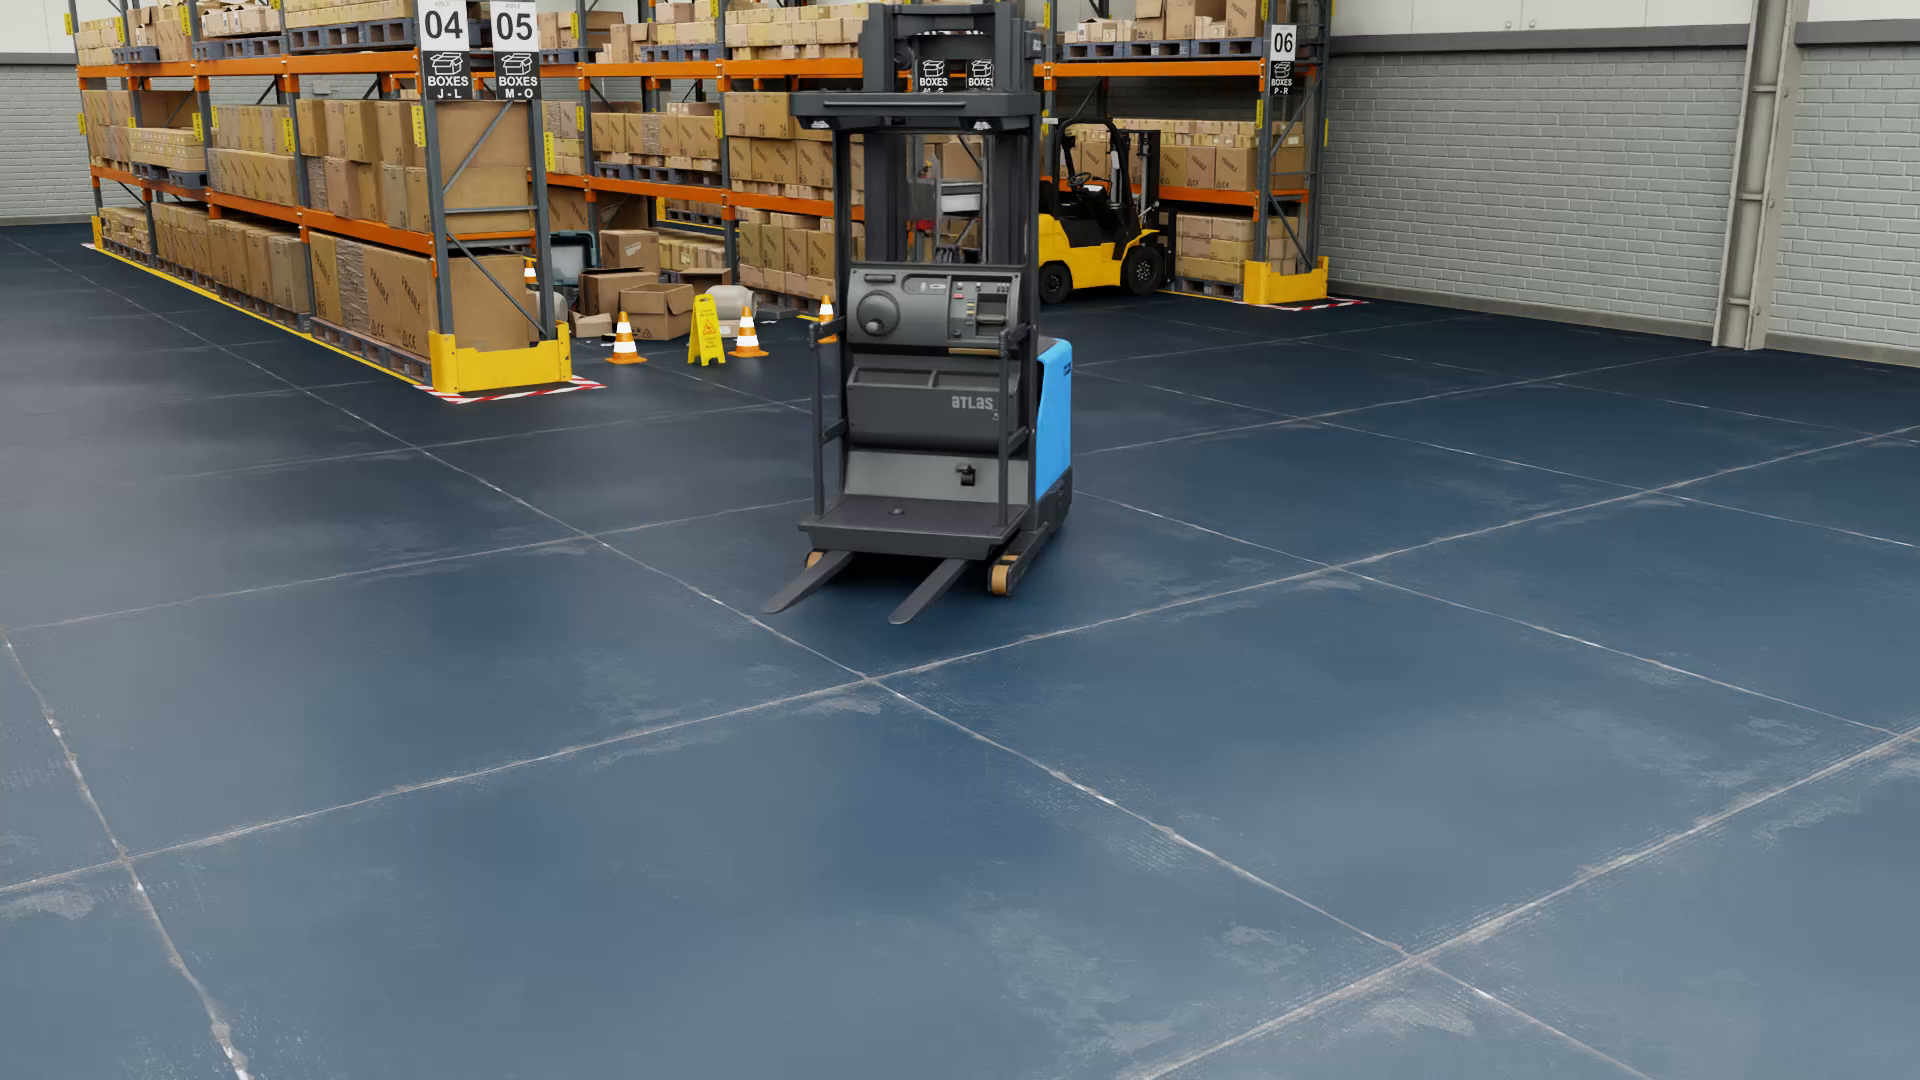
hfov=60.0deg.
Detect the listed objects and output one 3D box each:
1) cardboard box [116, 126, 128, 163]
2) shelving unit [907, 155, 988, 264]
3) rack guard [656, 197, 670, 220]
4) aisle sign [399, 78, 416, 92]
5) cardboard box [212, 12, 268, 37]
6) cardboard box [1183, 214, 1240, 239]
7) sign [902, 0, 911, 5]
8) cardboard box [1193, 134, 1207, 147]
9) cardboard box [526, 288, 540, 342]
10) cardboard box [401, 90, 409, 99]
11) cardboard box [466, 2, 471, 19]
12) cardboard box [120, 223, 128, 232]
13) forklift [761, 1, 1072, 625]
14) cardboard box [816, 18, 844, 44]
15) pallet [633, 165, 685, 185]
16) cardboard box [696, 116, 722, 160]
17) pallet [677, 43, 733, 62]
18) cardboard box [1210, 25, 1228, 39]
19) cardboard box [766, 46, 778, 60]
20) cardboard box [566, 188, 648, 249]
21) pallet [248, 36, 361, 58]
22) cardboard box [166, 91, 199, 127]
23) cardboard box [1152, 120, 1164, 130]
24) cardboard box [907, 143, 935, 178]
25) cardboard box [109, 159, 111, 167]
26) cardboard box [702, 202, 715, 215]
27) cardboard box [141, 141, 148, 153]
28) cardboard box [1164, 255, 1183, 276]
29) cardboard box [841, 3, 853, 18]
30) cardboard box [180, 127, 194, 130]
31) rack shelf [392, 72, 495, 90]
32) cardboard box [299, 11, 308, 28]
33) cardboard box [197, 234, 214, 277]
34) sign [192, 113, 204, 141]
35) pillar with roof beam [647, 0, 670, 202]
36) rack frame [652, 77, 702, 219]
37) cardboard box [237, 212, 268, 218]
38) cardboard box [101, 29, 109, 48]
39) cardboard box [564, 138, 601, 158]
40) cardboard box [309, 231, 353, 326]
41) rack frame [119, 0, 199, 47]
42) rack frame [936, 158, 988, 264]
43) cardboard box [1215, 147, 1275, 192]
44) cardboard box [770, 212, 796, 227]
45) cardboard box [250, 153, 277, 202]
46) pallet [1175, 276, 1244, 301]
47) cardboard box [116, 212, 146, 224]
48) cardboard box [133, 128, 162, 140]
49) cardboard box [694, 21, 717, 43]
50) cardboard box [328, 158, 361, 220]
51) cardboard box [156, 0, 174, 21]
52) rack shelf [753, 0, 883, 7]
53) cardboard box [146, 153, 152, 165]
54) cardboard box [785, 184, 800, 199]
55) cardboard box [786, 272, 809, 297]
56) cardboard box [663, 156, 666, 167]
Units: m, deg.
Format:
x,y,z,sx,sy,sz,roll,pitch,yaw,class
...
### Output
x,y,z,sx,sy,sz,roll,pitch,yaw,class
-11.882,-5.741,24.116,0.500,0.500,0.500,-11,19,-36,cardboard box
-0.146,-1.339,10.491,0.431,2.100,0.503,-13,20,-39,shelving unit
-5.415,-6.572,32.641,1.175,0.500,0.348,-11,19,-35,rack guard
-9.749,-8.247,29.101,0.394,0.787,0.004,-11,19,-35,aisle sign
-8.171,-5.854,18.899,0.500,0.250,0.500,-10,18,-33,cardboard box
3.120,-3.894,20.640,0.500,0.250,0.500,-10,18,-34,cardboard box
-0.526,-5.398,16.257,0.100,0.325,0.005,-11,19,-35,sign
3.104,-4.938,20.519,0.380,0.149,0.250,-11,19,-35,cardboard box
-4.618,-2.294,17.004,0.500,0.500,0.500,-7,17,-25,cardboard box
-9.488,-7.747,28.887,0.380,0.149,0.250,-10,18,-33,cardboard box
-4.102,-4.570,14.399,0.380,0.149,0.250,-11,19,-34,cardboard box
-12.690,-4.833,25.592,0.380,0.149,0.250,-12,19,-37,cardboard box
-0.192,-1.236,8.540,1.130,2.935,3.031,4,16,14,forklift
-1.187,-5.409,17.695,0.500,0.250,0.500,-10,18,-33,cardboard box
-3.572,-4.805,21.815,1.003,0.211,1.213,-11,19,-35,pallet
-2.874,-4.917,20.312,0.500,0.500,0.500,-11,19,-36,cardboard box
-2.694,-5.965,20.361,1.213,0.211,1.003,-11,19,-35,pallet
3.215,-6.083,19.930,0.380,0.149,0.250,-12,19,-36,cardboard box
-1.973,-5.521,18.860,0.380,0.149,0.250,-10,18,-33,cardboard box
-5.108,-4.652,24.122,0.875,0.875,0.875,-11,19,-35,cardboard box
-6.940,-5.213,17.620,0.805,0.209,1.217,-12,19,-37,pallet
-11.133,-6.187,23.851,0.500,0.500,0.500,-10,18,-33,cardboard box
2.660,-5.252,21.102,0.380,0.149,0.250,-11,19,-34,cardboard box
-0.607,-3.871,17.284,0.500,0.500,0.500,-11,19,-36,cardboard box
-12.930,-5.844,25.721,0.380,0.149,0.250,-10,18,-32,cardboard box
-4.476,-6.328,30.955,0.500,0.500,0.500,-10,18,-34,cardboard box
-10.746,-5.282,22.311,0.380,0.149,0.250,-12,19,-37,cardboard box
2.845,-3.521,21.171,0.500,0.250,0.500,-11,19,-34,cardboard box
-1.033,-5.571,17.531,0.380,0.149,0.250,-11,19,-35,cardboard box
-10.671,-5.691,23.242,0.380,0.149,0.250,-10,18,-32,cardboard box
-8.296,-7.695,27.691,1.077,0.370,4.000,-11,19,-35,rack shelf
-6.123,-5.008,15.999,0.380,0.149,0.250,-11,19,-35,cardboard box
-9.312,-3.621,21.064,0.500,0.500,0.500,-11,19,-35,cardboard box
-9.147,-4.958,19.967,0.100,0.325,0.005,-11,19,-35,sign
-9.798,-10.735,31.751,9.100,9.000,0.400,-11,19,-35,pillar with roof beam
-5.460,-7.794,32.370,1.000,3.000,0.127,-11,19,-35,rack frame
-8.923,-4.068,21.275,0.500,0.250,0.500,-12,19,-37,cardboard box
-12.149,-7.277,24.136,0.500,0.250,0.500,-10,18,-32,cardboard box
-5.259,-5.547,23.498,0.500,0.250,0.500,-11,19,-35,cardboard box
-6.048,-2.703,16.998,0.875,0.875,0.875,-11,19,-34,cardboard box
-11.065,-8.272,22.753,1.000,3.000,0.127,-11,19,-35,rack frame
0.012,-1.290,10.312,0.400,2.100,0.015,-13,20,-39,rack frame
3.446,-4.490,20.109,0.500,0.500,0.500,-11,19,-36,cardboard box
-1.960,-3.698,19.168,0.380,0.149,0.250,-10,18,-32,cardboard box
-7.479,-4.004,18.334,0.500,0.500,0.500,-11,19,-34,cardboard box
3.464,-3.189,20.828,1.003,0.211,1.213,-11,19,-35,pallet
-12.594,-4.904,25.291,0.380,0.149,0.250,-11,19,-34,cardboard box
-11.037,-5.533,22.662,0.380,0.149,0.250,-10,18,-33,cardboard box
-2.877,-6.139,20.132,0.500,0.250,0.500,-11,19,-36,cardboard box
-5.571,-3.418,16.099,0.875,0.550,0.550,-11,19,-35,cardboard box
-9.934,-6.706,21.074,0.396,0.266,0.258,-11,19,-35,cardboard box
-1.932,-8.866,27.045,1.077,0.370,4.000,-11,19,-35,rack shelf
-10.597,-5.084,22.150,0.380,0.149,0.250,-12,19,-37,cardboard box
-1.746,-3.947,18.792,0.380,0.149,0.250,-11,19,-34,cardboard box
-1.651,-2.943,19.061,0.500,0.250,0.500,-11,19,-35,cardboard box
-3.603,-4.901,21.480,0.380,0.149,0.250,-12,19,-36,cardboard box
